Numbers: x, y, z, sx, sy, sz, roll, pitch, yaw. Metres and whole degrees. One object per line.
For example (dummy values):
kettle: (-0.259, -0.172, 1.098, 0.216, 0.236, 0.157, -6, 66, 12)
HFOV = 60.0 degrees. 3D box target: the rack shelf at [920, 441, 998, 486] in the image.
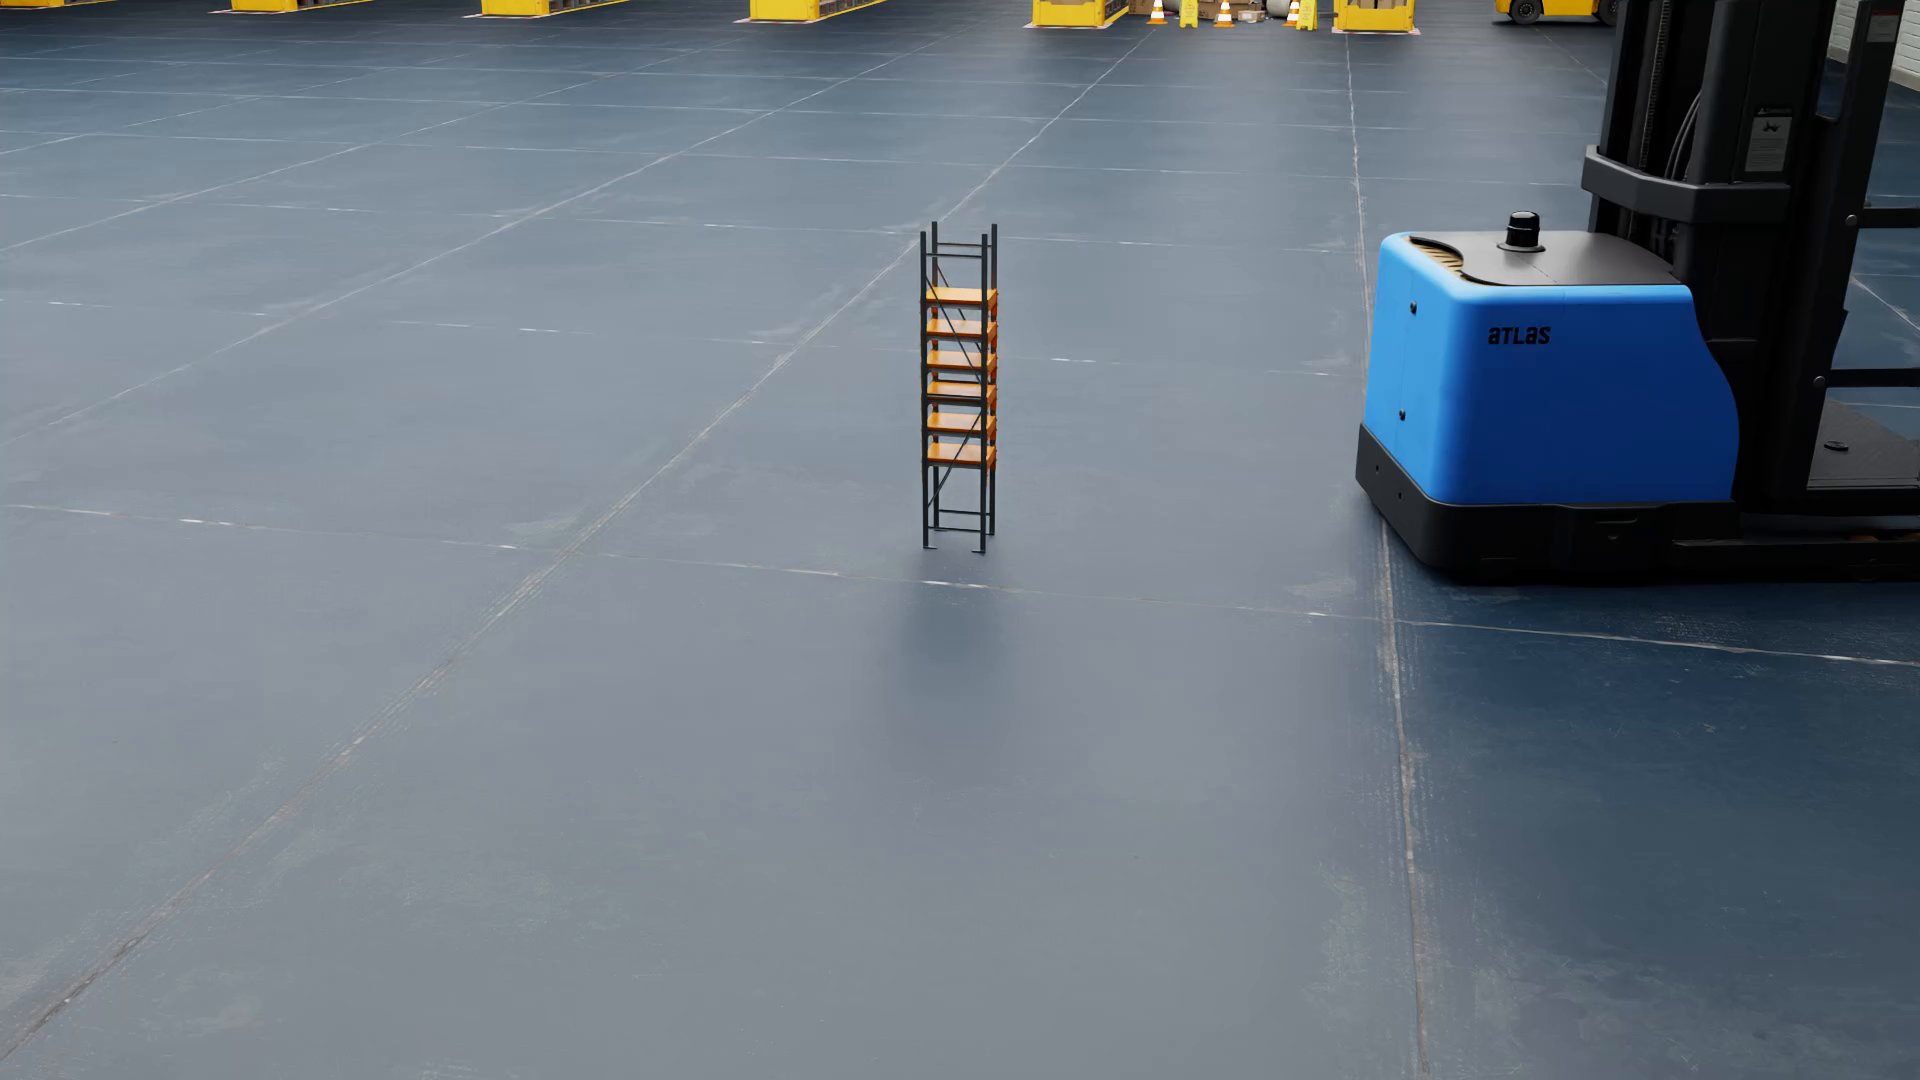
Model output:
rack shelf: (-0.003, -0.287, 6.223, 0.258, 0.103, 0.180, 4, 22, 11)

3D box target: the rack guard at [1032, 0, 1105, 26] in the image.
rack guard: (1.796, -8.777, 27.477, 1.175, 0.500, 0.348, 4, 22, 11)

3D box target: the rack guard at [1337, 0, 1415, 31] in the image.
rack guard: (6.683, -8.473, 26.723, 1.175, 0.500, 0.348, 4, 22, 11)

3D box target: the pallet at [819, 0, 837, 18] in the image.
pallet: (-2.818, -9.389, 29.383, 1.003, 0.211, 1.213, 4, 22, 11)

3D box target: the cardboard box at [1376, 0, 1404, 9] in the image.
cardboard box: (7.103, -8.798, 27.302, 0.500, 0.250, 0.500, 4, 22, 10)

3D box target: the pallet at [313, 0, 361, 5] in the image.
pallet: (-12.365, -10.551, 32.269, 1.003, 0.211, 1.213, 4, 22, 11)

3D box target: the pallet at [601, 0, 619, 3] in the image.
pallet: (-7.244, -10.665, 32.551, 1.003, 0.211, 1.213, 4, 22, 11)

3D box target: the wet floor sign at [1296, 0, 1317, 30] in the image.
wet floor sign: (5.582, -8.525, 26.656, 0.267, 0.644, 0.232, 13, 25, 29)

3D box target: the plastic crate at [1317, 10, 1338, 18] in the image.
plastic crate: (6.361, -9.202, 29.094, 0.402, 0.080, 0.583, -3, 22, -8)

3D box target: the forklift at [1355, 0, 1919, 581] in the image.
forklift: (3.144, -1.409, 5.929, 3.031, 2.935, 1.130, -1, 22, -3)

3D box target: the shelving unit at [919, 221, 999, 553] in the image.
shelving unit: (-0.003, -0.551, 6.116, 0.258, 1.200, 0.189, 4, 22, 11)

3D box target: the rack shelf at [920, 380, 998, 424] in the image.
rack shelf: (-0.003, -0.510, 6.133, 0.258, 0.103, 0.180, 4, 22, 11)

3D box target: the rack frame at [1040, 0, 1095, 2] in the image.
rack frame: (1.801, -9.945, 27.032, 1.000, 3.000, 0.127, 4, 22, 11)

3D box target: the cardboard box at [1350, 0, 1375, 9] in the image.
cardboard box: (6.574, -8.849, 27.429, 0.500, 0.250, 0.500, 4, 22, 11)

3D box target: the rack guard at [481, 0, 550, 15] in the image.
rack guard: (-7.913, -9.610, 29.545, 1.175, 0.500, 0.348, 4, 22, 11)

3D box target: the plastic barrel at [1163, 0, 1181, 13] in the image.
plastic barrel: (3.888, -9.681, 29.825, 0.421, 0.421, 0.512, -16, 27, -35)

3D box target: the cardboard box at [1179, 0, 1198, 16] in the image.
cardboard box: (4.070, -9.371, 29.265, 0.396, 0.266, 0.258, 8, 23, 20)

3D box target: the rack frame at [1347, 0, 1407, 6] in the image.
rack frame: (6.668, -9.605, 26.187, 1.000, 3.000, 0.127, 4, 22, 11)

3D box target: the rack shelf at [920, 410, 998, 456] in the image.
rack shelf: (-0.003, -0.399, 6.178, 0.258, 0.103, 0.180, 4, 22, 11)

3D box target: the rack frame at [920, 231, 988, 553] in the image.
rack frame: (-0.022, -0.518, 6.033, 0.240, 1.200, 0.006, 4, 22, 11)

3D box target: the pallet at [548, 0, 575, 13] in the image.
pallet: (-7.742, -9.772, 30.335, 1.003, 0.211, 1.213, 4, 22, 11)

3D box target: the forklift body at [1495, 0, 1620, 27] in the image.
forklift body: (10.129, -9.667, 27.476, 2.313, 2.155, 1.214, 4, 22, 11)

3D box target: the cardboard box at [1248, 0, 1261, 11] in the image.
cardboard box: (5.217, -9.665, 29.996, 0.258, 0.266, 0.396, -11, 25, -26)

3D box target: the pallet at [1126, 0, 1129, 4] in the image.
pallet: (2.701, -10.402, 31.900, 1.003, 0.211, 1.213, 4, 22, 11)

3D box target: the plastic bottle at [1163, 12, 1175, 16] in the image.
plastic bottle: (3.643, -9.278, 29.309, 0.283, 0.061, 0.133, -3, 22, -8)

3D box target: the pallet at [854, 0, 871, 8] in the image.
pallet: (-2.320, -10.281, 31.599, 1.003, 0.211, 1.213, 4, 22, 11)

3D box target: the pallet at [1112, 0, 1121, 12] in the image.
pallet: (2.386, -9.842, 30.509, 1.003, 0.211, 1.213, 4, 22, 11)

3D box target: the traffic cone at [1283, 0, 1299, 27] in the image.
traffic cone: (5.493, -8.684, 27.295, 0.336, 0.463, 0.334, 4, 22, 11)
